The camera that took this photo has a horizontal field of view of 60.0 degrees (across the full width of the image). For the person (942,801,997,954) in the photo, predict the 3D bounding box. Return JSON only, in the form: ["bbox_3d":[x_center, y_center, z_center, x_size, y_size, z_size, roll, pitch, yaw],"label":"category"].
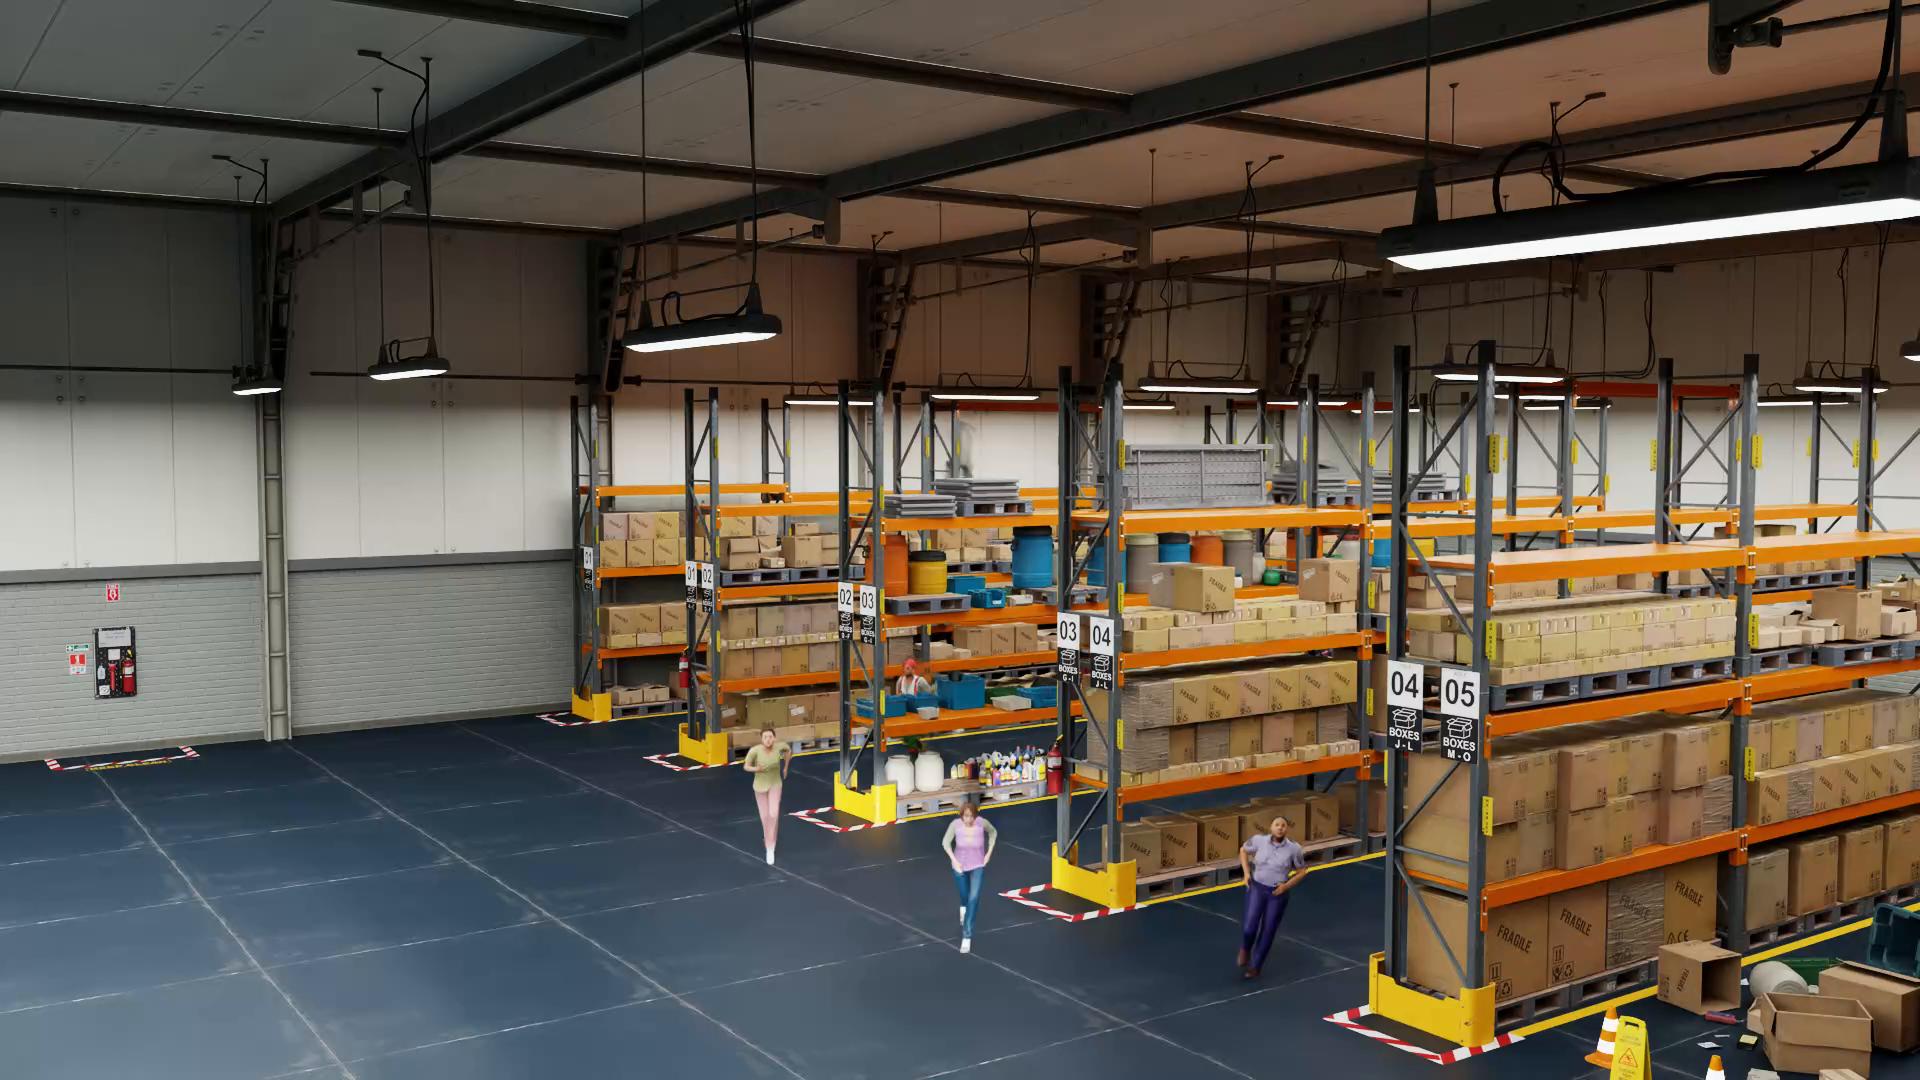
[{"bbox_3d":[0.090,3.389,17.140,0.565,1.548,0.908,0,3,-4],"label":"person"}]

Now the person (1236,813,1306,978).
[{"bbox_3d":[2.979,3.424,15.940,0.659,1.601,0.495,1,4,13],"label":"person"}]

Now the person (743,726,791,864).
[{"bbox_3d":[-2.385,3.110,20.637,0.572,1.676,0.900,0,3,-3],"label":"person"}]

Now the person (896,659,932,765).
[{"bbox_3d":[-0.707,2.724,26.300,0.663,1.728,0.697,2,4,31],"label":"person"}]
